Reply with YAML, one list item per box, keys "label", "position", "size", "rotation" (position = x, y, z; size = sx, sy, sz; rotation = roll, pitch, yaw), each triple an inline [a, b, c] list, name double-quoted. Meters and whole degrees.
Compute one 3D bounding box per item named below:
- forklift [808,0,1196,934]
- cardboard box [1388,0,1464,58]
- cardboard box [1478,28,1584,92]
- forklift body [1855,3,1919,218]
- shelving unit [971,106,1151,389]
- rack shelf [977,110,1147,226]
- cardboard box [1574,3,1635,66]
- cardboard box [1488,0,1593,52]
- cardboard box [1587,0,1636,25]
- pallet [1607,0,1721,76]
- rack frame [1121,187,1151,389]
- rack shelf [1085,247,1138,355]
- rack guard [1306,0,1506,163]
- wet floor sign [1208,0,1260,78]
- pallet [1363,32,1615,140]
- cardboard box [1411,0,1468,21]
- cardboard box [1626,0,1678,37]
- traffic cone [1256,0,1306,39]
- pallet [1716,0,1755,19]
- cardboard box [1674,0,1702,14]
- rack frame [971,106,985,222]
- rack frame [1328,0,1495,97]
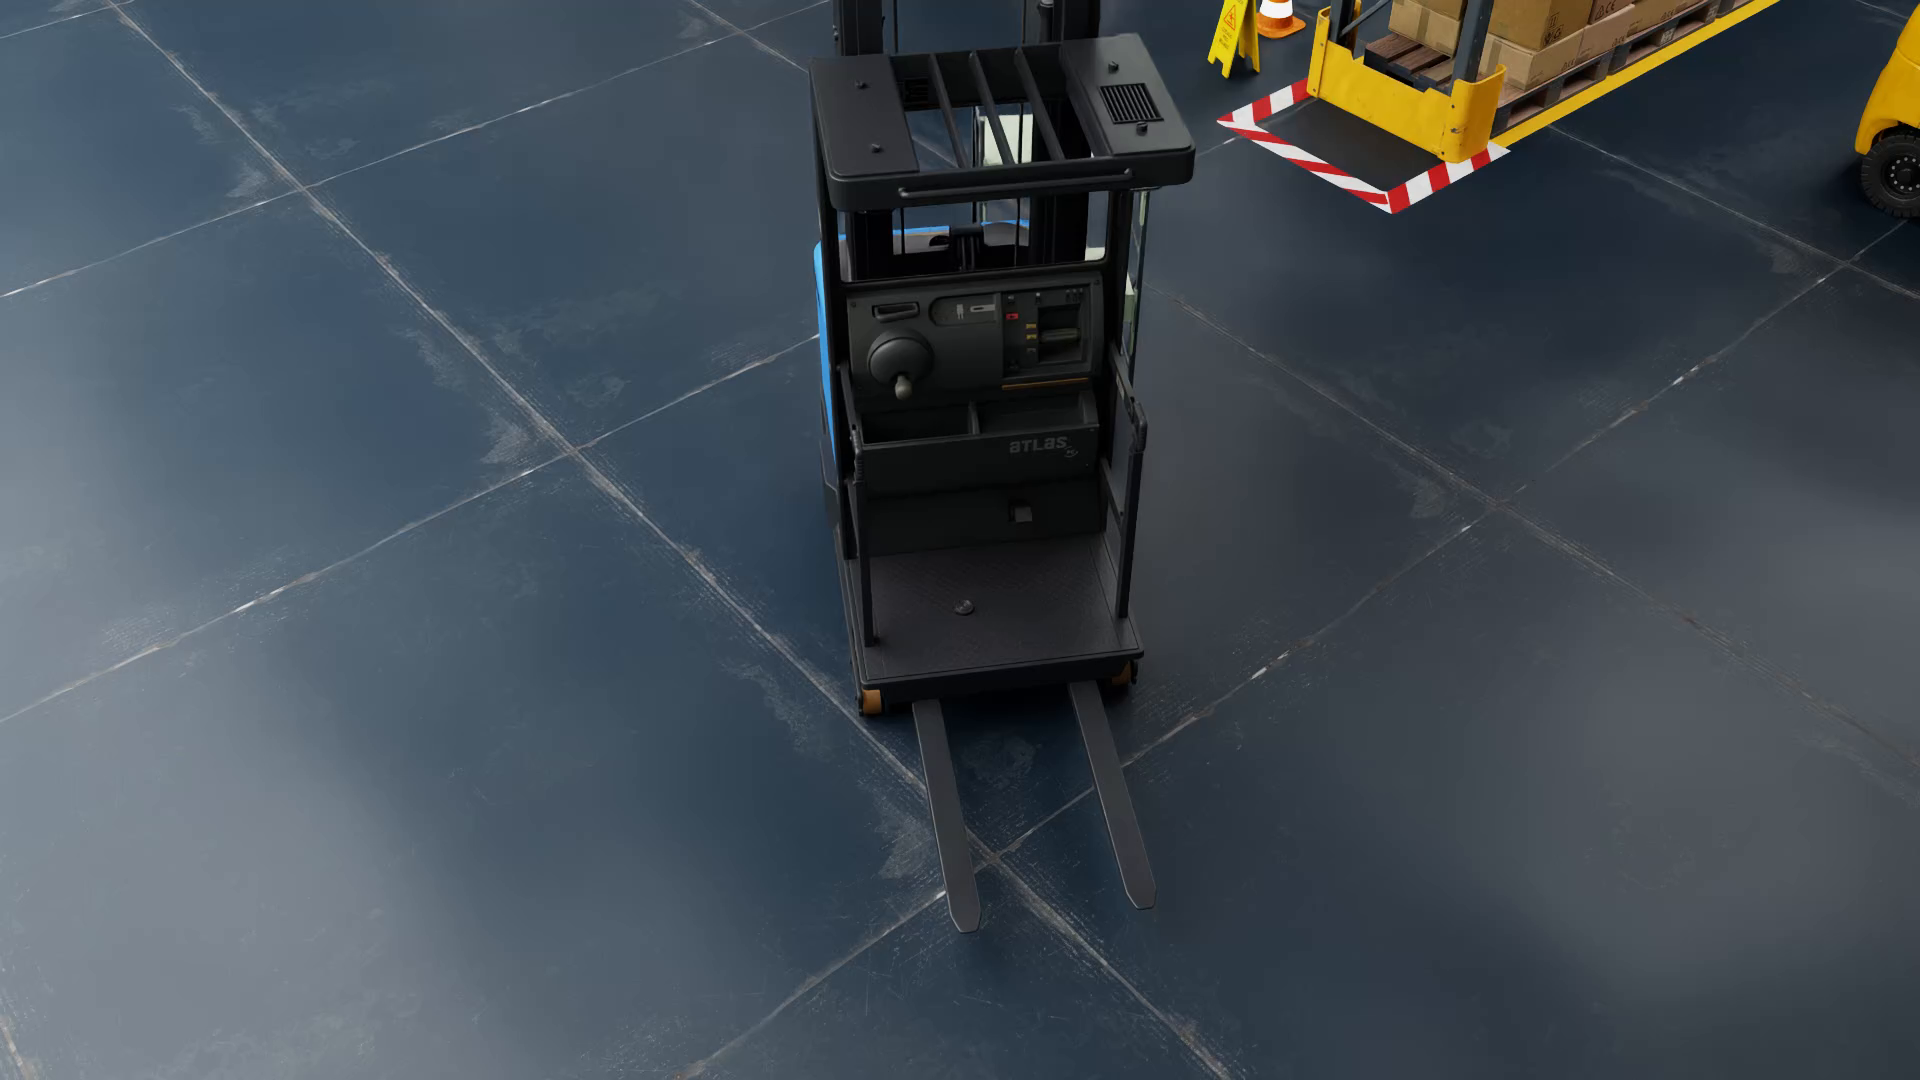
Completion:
- label: "forklift"
  position: [0.096, -0.647, 5.851]
  size: [1.130, 2.935, 3.031]
  rotation: [-6, 44, -6]
- label: "cardboard box"
  position: [3.023, -3.261, 10.287]
  size: [0.500, 0.250, 0.500]
  rotation: [-30, 51, -28]
- label: "cardboard box"
  position: [3.354, -2.963, 9.970]
  size: [0.500, 0.250, 0.500]
  rotation: [-30, 51, -28]
- label: "forklift body"
  position: [6.029, -2.480, 8.373]
  size: [1.214, 2.155, 2.313]
  rotation: [-30, 51, -28]
- label: "shelving unit"
  position: [0.443, -1.371, 7.668]
  size: [0.755, 1.500, 0.431]
  rotation: [-3, 43, -3]
- label: "rack shelf"
  position: [0.443, -1.656, 7.401]
  size: [0.720, 0.370, 0.431]
  rotation: [-3, 43, -3]
- label: "cardboard box"
  position: [3.750, -3.184, 10.204]
  size: [0.500, 0.250, 0.500]
  rotation: [-28, 50, -27]
- label: "cardboard box"
  position: [3.371, -3.248, 9.724]
  size: [0.500, 0.500, 0.500]
  rotation: [-32, 52, -29]
- label: "cardboard box"
  position: [3.770, -3.479, 9.971]
  size: [0.500, 0.500, 0.500]
  rotation: [-32, 52, -29]
- label: "pallet"
  position: [4.197, -3.492, 10.867]
  size: [1.213, 0.211, 1.003]
  rotation: [-30, 51, -28]
- label: "rack frame"
  position: [0.808, -1.390, 7.688]
  size: [0.023, 1.500, 0.400]
  rotation: [-3, 43, -3]
- label: "rack shelf"
  position: [0.443, -1.134, 7.891]
  size: [0.720, 0.370, 0.431]
  rotation: [-3, 43, -3]
- label: "rack guard"
  position: [2.616, -2.726, 9.841]
  size: [0.348, 0.500, 1.175]
  rotation: [-30, 51, -28]
- label: "wet floor sign"
  position: [1.725, -3.224, 10.265]
  size: [0.232, 0.644, 0.267]
  rotation: [-14, 45, -14]
- label: "pallet"
  position: [3.262, -2.959, 10.300]
  size: [1.213, 0.211, 1.003]
  rotation: [-30, 51, -28]
- label: "cardboard box"
  position: [3.005, -3.517, 10.011]
  size: [0.500, 0.500, 0.500]
  rotation: [-29, 51, -28]
- label: "cardboard box"
  position: [4.160, -3.430, 10.466]
  size: [0.500, 0.250, 0.500]
  rotation: [-26, 49, -25]
- label: "traffic cone"
  position: [2.060, -3.545, 10.740]
  size: [0.334, 0.463, 0.336]
  rotation: [-30, 51, -28]
- label: "pallet"
  position: [5.133, -4.030, 11.441]
  size: [1.213, 0.211, 1.003]
  rotation: [-30, 51, -28]
- label: "cardboard box"
  position: [4.549, -3.650, 10.701]
  size: [0.500, 0.250, 0.500]
  rotation: [-29, 50, -27]
- label: "rack frame"
  position: [0.078, -1.353, 7.648]
  size: [0.023, 1.500, 0.400]
  rotation: [-3, 43, -3]
- label: "rack frame"
  position: [2.557, -3.604, 8.949]
  size: [0.127, 3.000, 1.000]
  rotation: [-30, 51, -28]
